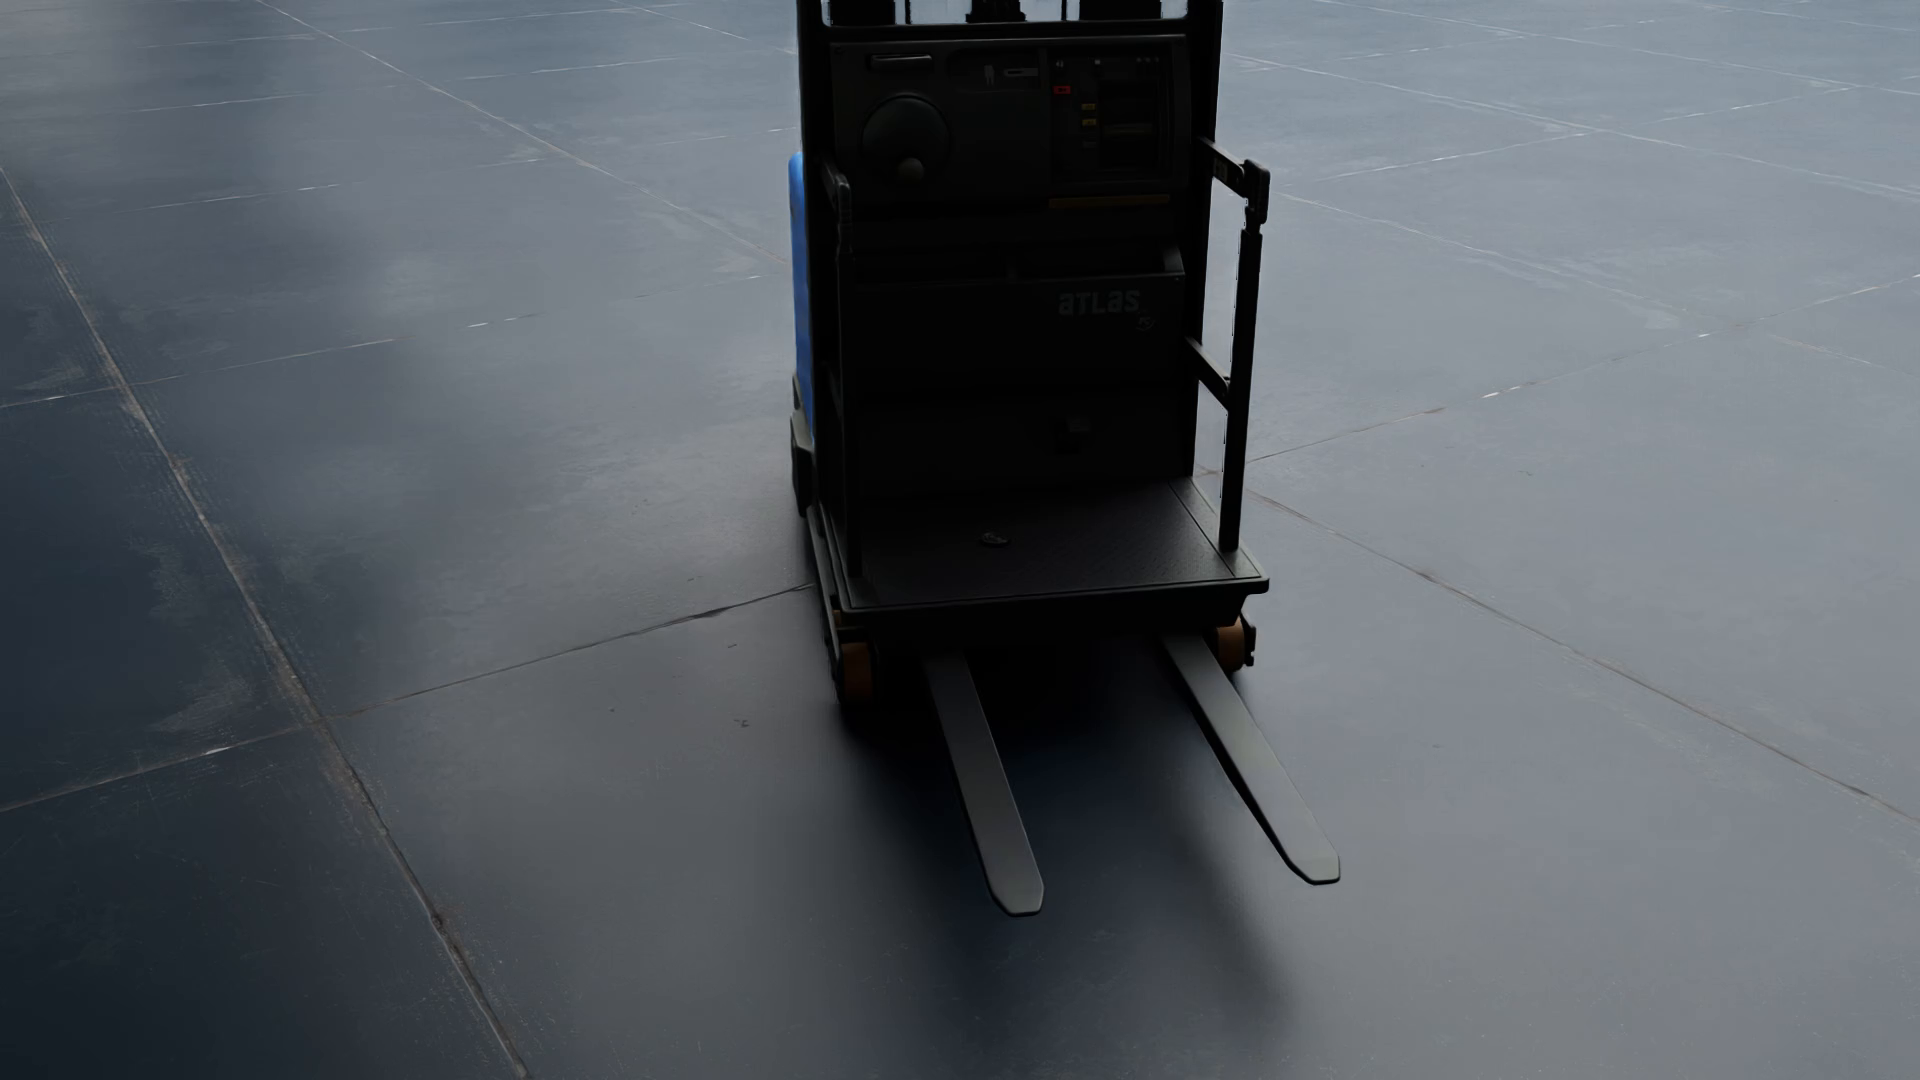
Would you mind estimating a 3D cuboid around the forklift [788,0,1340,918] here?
[{"bbox_3d":[0.173,-1.062,4.067,1.130,2.935,3.031,-4,26,-9],"label":"forklift"}]
